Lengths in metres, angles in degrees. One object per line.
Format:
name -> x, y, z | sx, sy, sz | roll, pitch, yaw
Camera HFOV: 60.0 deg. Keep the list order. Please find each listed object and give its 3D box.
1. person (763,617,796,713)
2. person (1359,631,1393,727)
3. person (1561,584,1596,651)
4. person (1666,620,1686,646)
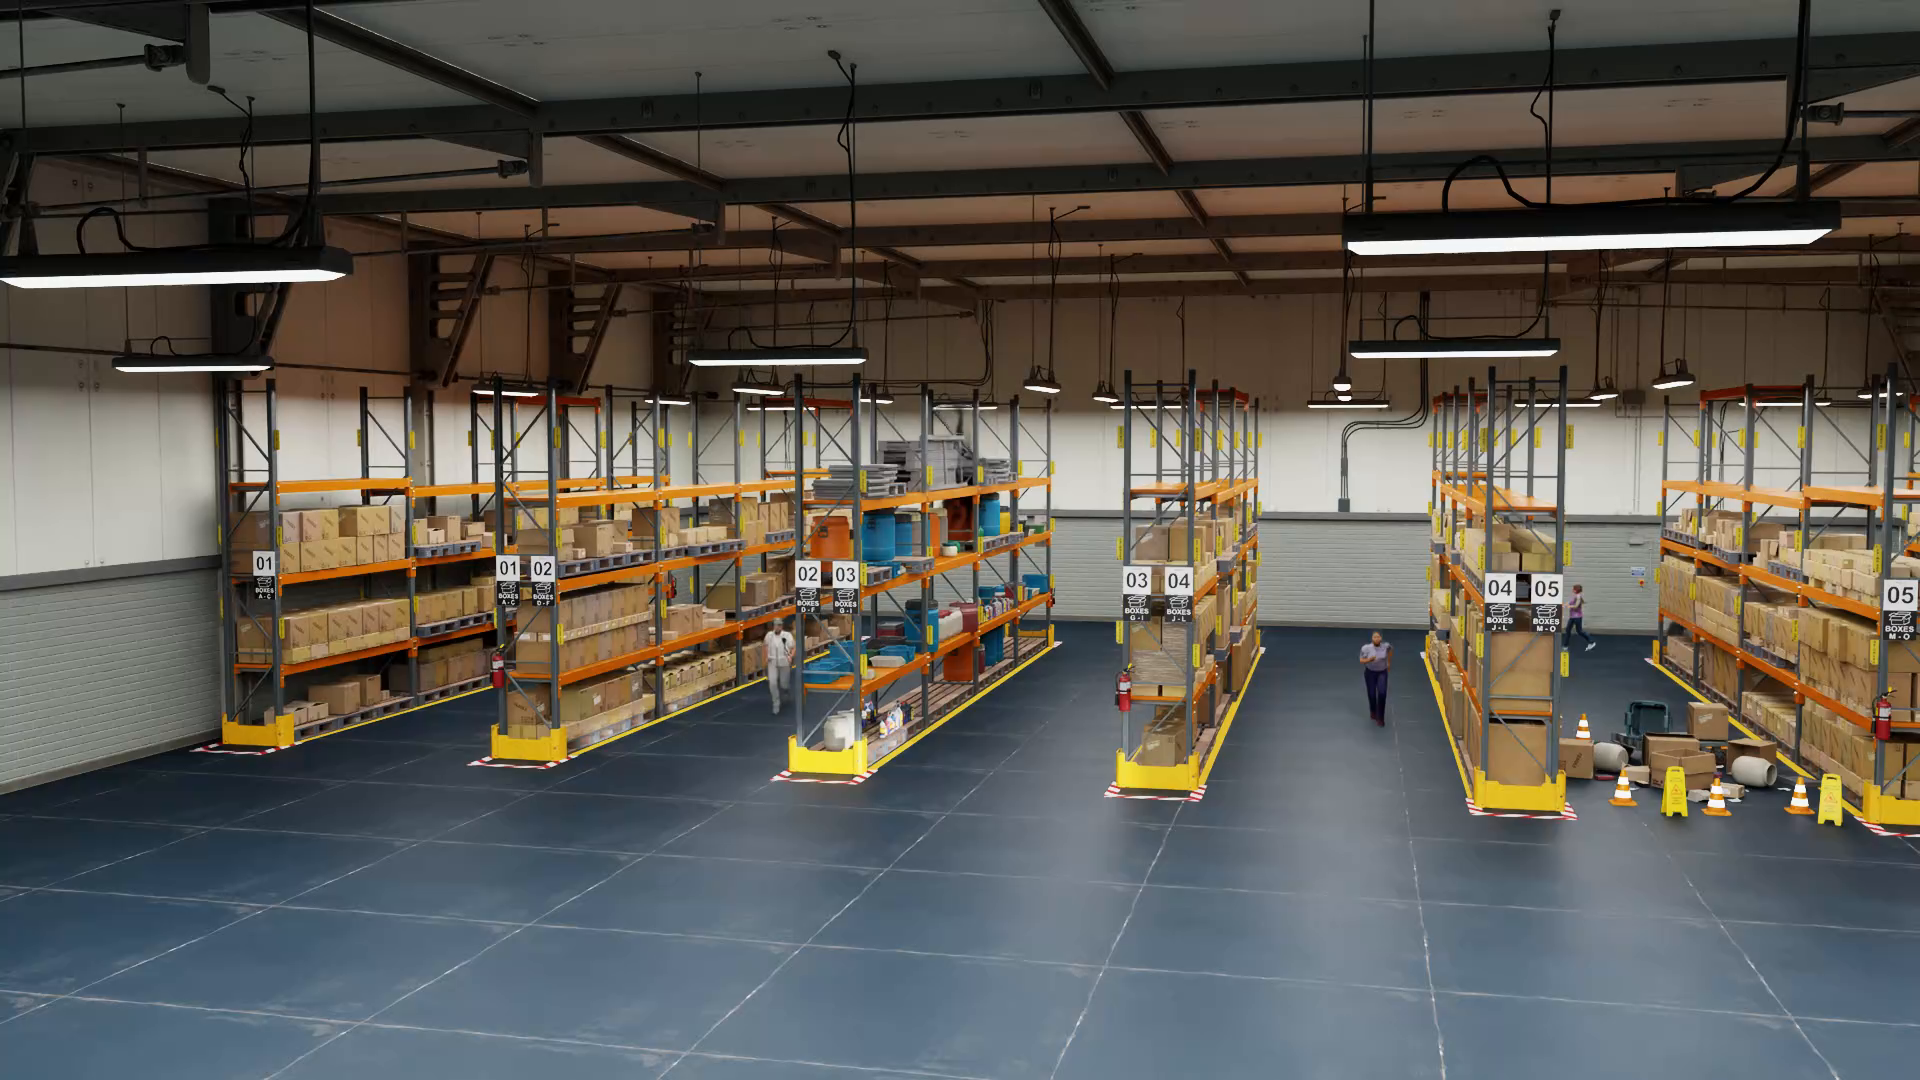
person -> -3.352, 2.293, 30.862 | 0.644, 1.764, 0.820 | 0, 3, 3
person -> 7.342, 2.443, 29.356 | 0.587, 1.712, 0.837 | 1, 4, 13
person -> 14.510, 1.833, 39.124 | 0.873, 1.599, 0.530 | 0, 3, 8
person -> 16.532, 1.890, 38.231 | 0.854, 1.670, 0.590 | 2, 4, 31
